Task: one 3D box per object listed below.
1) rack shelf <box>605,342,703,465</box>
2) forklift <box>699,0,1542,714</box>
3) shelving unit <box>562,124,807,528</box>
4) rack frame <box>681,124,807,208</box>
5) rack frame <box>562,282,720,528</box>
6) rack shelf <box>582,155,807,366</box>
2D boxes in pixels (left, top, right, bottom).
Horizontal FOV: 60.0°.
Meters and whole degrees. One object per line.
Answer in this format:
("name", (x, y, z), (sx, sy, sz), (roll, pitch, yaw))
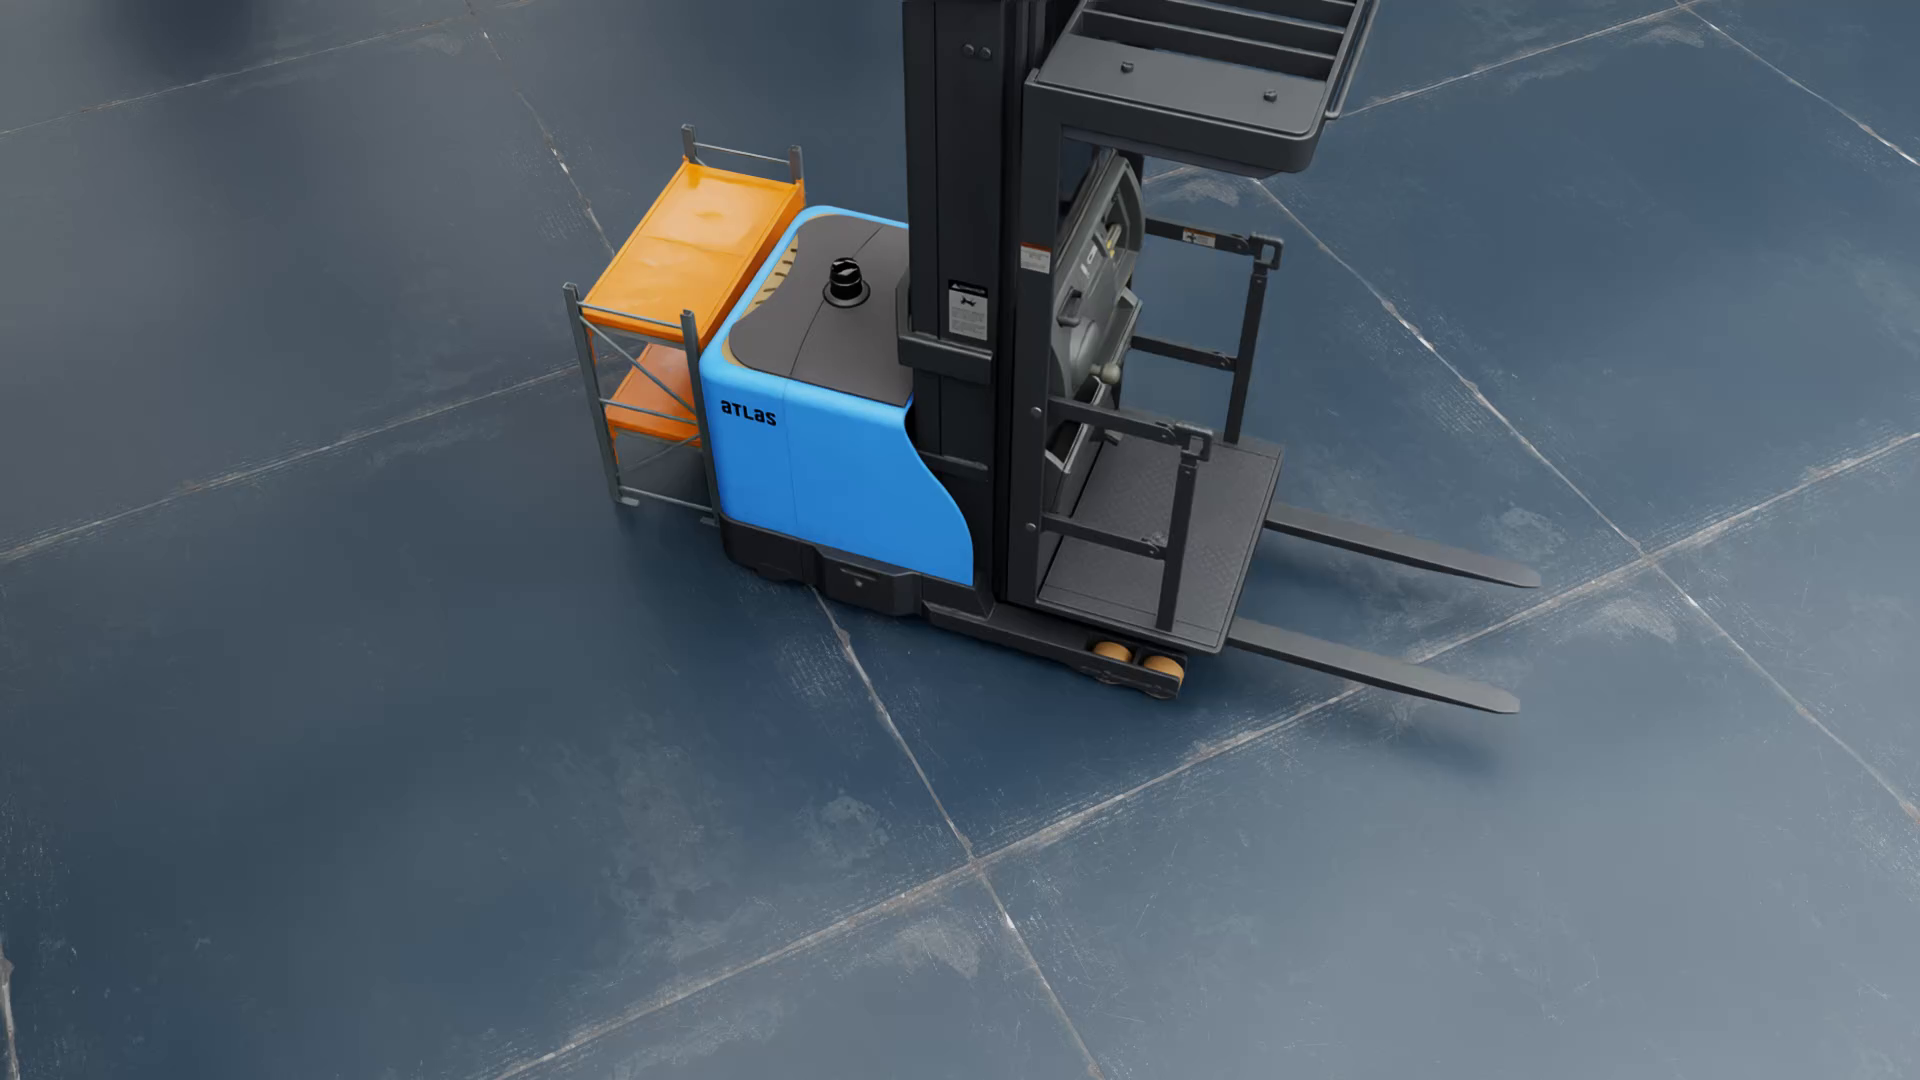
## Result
("rack shelf", (-1.019, -0.686, 6.820), (0.538, 0.278, 1.000), (14, 50, 12))
("forklift", (0.643, -0.836, 5.427), (3.031, 2.935, 1.130), (15, 51, 13))
("shelving unit", (-1.019, -0.847, 6.636), (0.538, 1.125, 1.048), (14, 50, 12))
("rack frame", (-0.861, -1.211, 6.954), (0.500, 1.125, 0.032), (14, 50, 12))
("rack frame", (-1.178, -0.484, 6.318), (0.500, 1.125, 0.032), (14, 50, 12))
("rack shelf", (-1.019, -1.040, 6.416), (0.538, 0.278, 1.000), (14, 50, 12))
